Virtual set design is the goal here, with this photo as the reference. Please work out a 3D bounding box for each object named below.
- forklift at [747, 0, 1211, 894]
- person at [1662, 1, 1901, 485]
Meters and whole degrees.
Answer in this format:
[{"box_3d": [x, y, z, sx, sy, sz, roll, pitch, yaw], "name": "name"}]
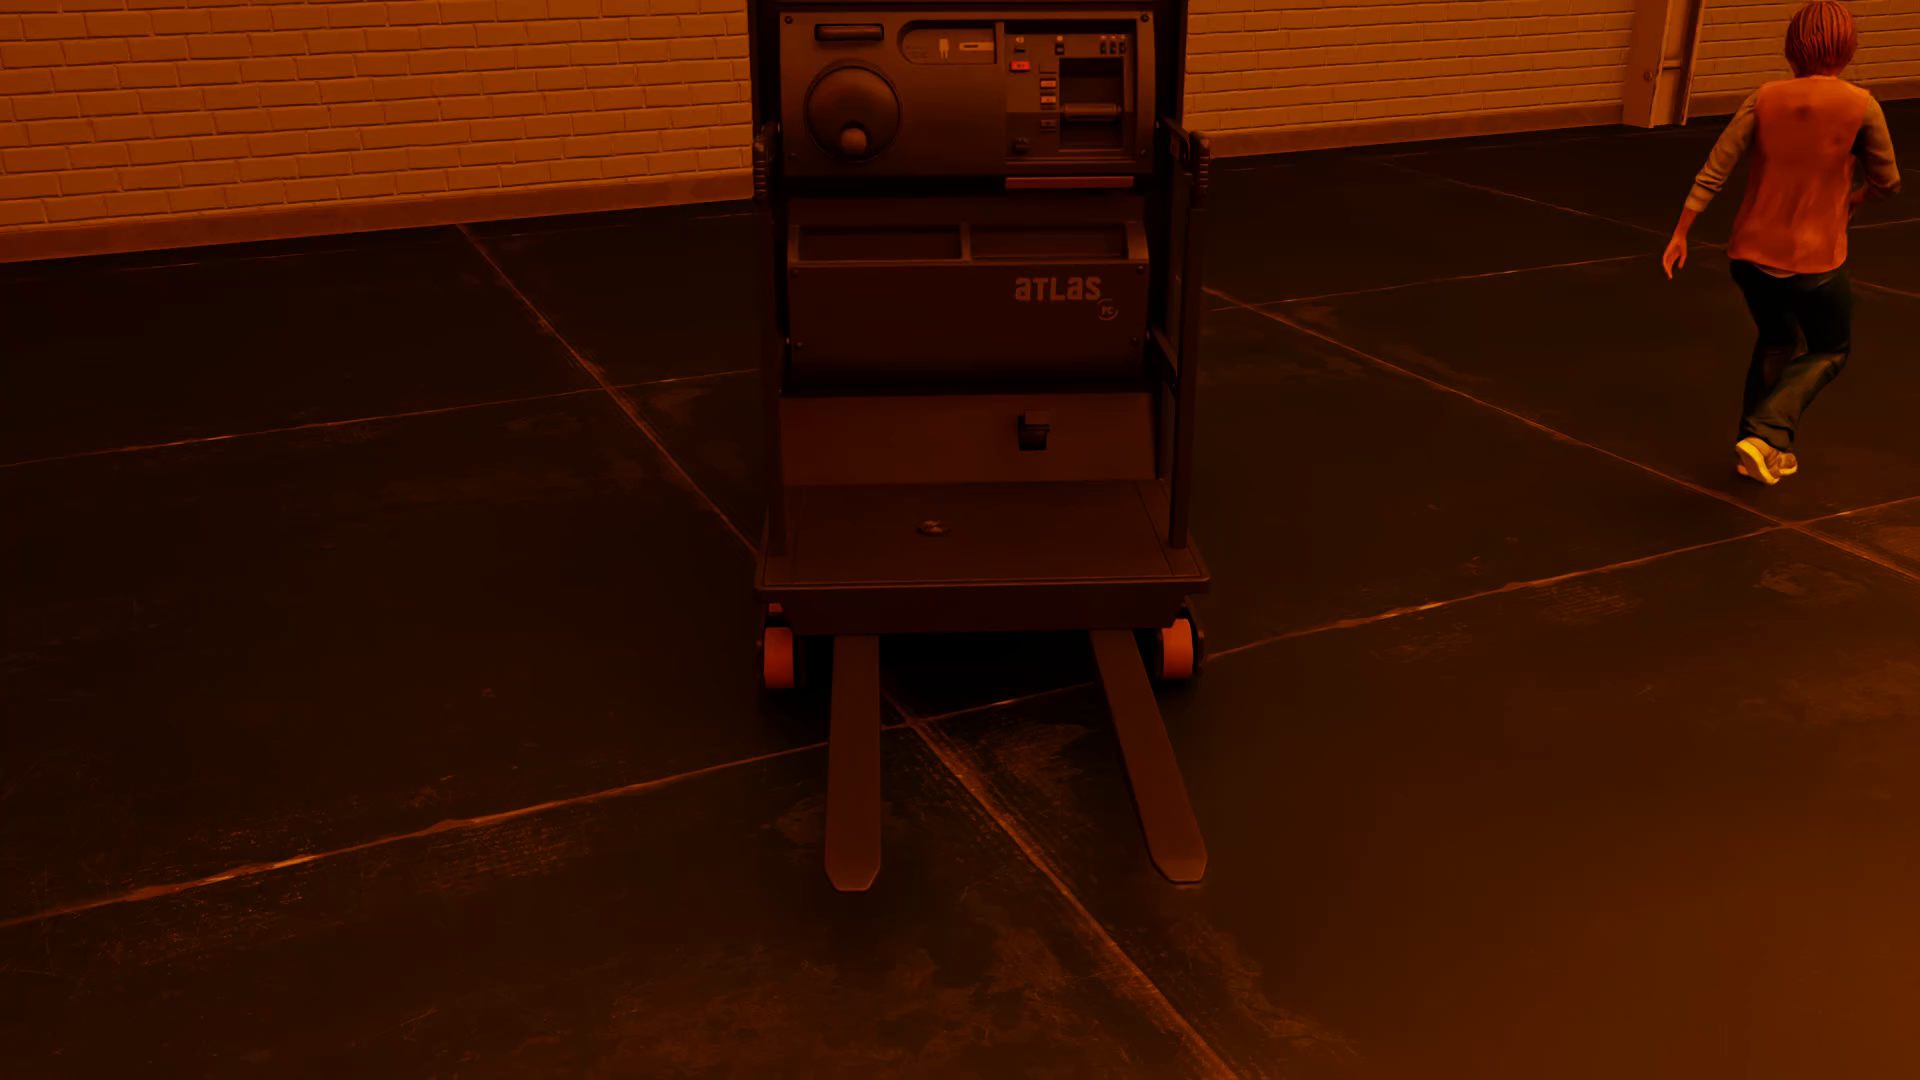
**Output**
[{"box_3d": [0.033, -1.101, 3.935, 1.130, 2.935, 3.031, -1, 23, -3], "name": "forklift"}, {"box_3d": [2.624, -0.911, 5.313, 0.579, 1.540, 0.563, -16, 28, -34], "name": "person"}]
